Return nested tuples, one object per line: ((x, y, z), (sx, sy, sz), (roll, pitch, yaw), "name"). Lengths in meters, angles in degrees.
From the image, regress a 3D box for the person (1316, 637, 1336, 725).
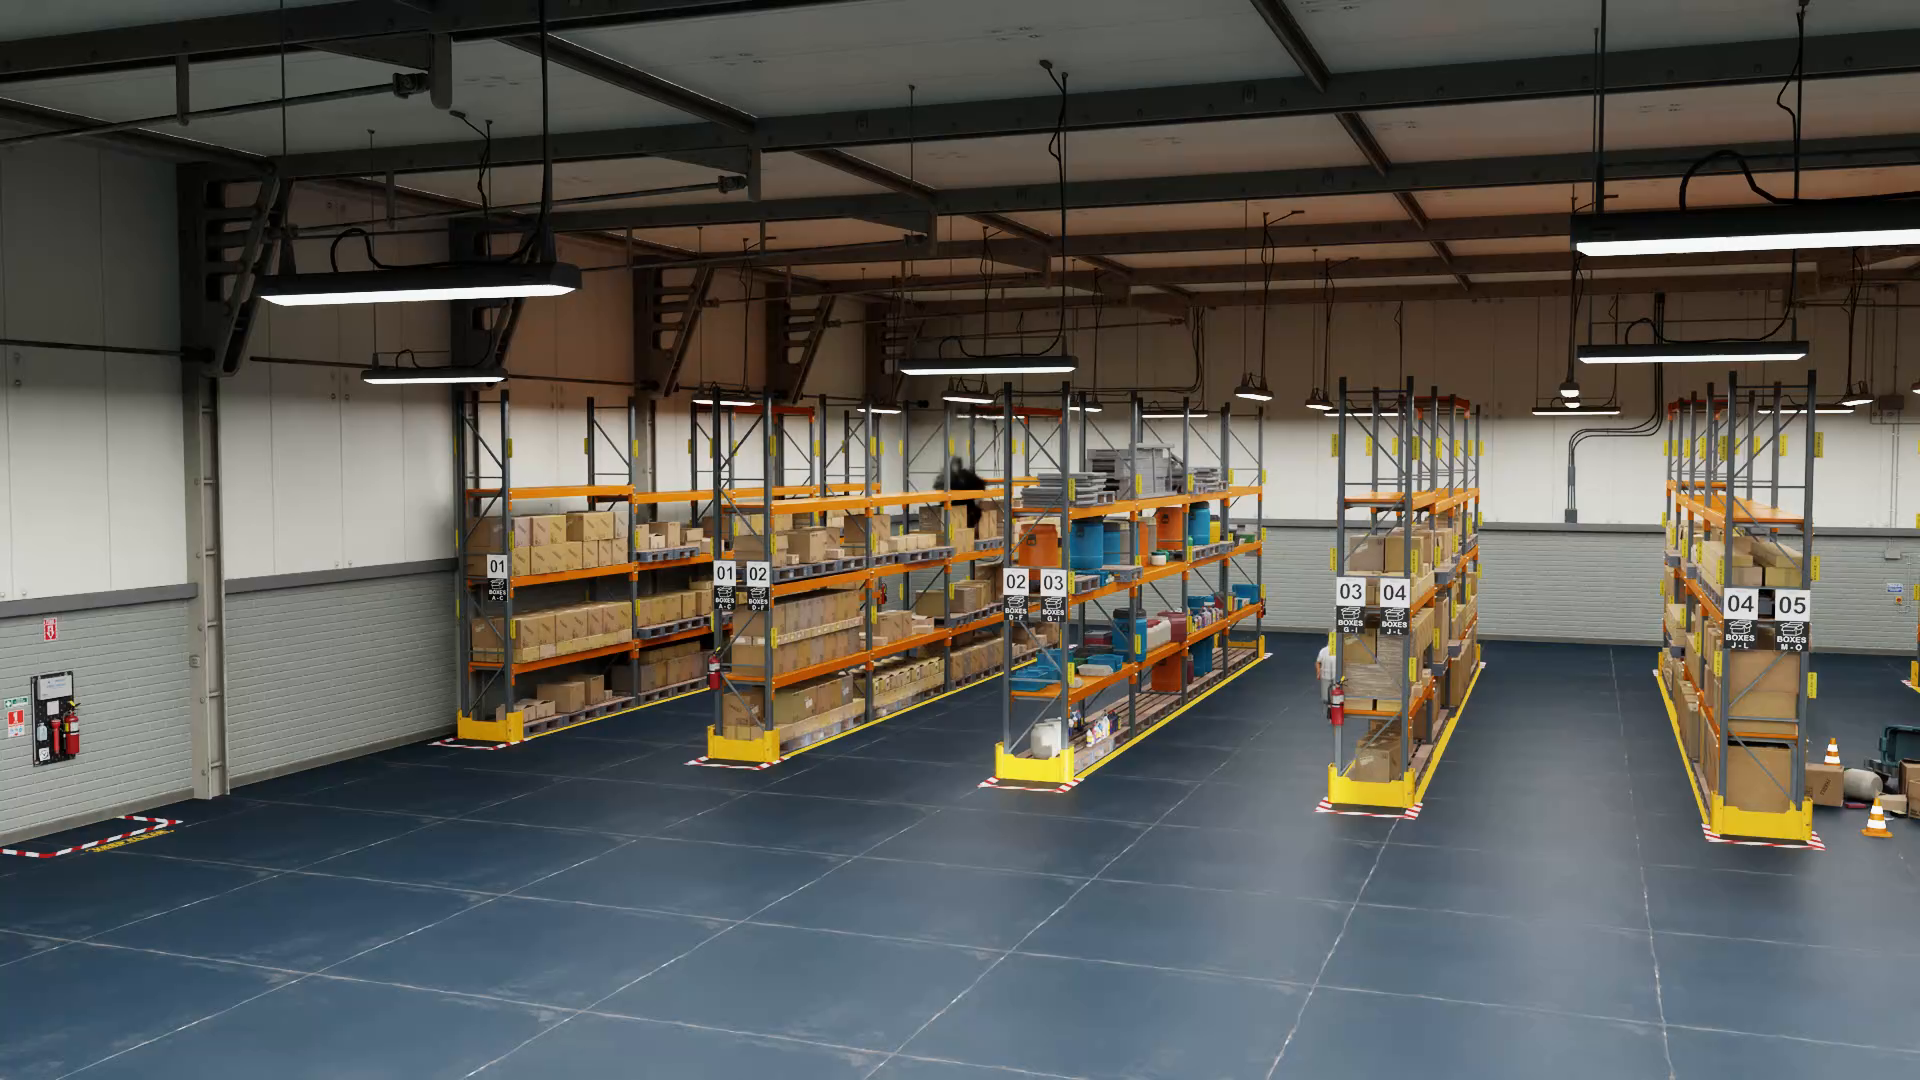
((6.813, 2.531, 30.405), (0.614, 1.631, 0.575), (1, 3, 17), "person")
